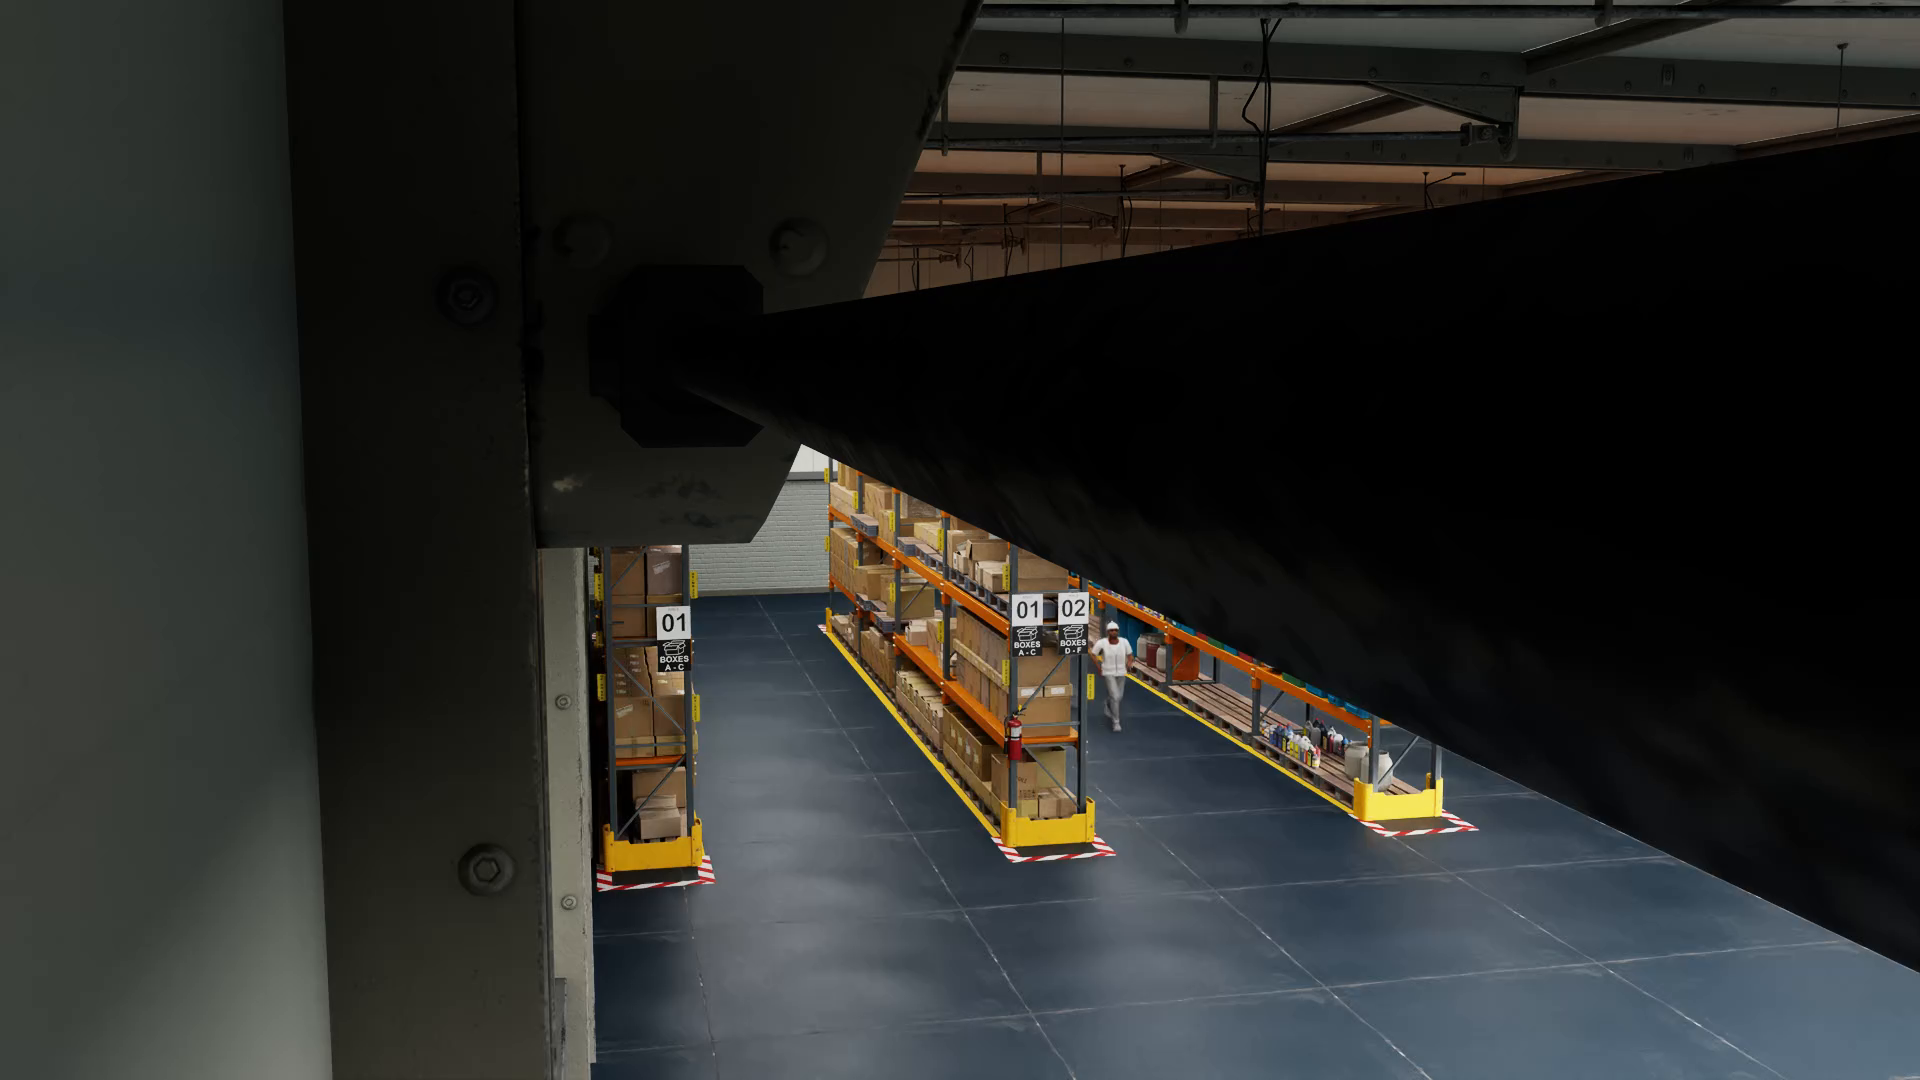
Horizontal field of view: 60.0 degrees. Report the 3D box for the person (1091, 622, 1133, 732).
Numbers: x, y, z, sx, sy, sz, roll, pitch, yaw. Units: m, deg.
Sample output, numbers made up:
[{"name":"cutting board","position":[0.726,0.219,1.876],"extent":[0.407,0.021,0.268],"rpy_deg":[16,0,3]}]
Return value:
[{"name":"person","position":[2.531,2.218,27.426],"extent":[0.690,1.763,0.823],"rpy_deg":[-2,7,-14]}]
